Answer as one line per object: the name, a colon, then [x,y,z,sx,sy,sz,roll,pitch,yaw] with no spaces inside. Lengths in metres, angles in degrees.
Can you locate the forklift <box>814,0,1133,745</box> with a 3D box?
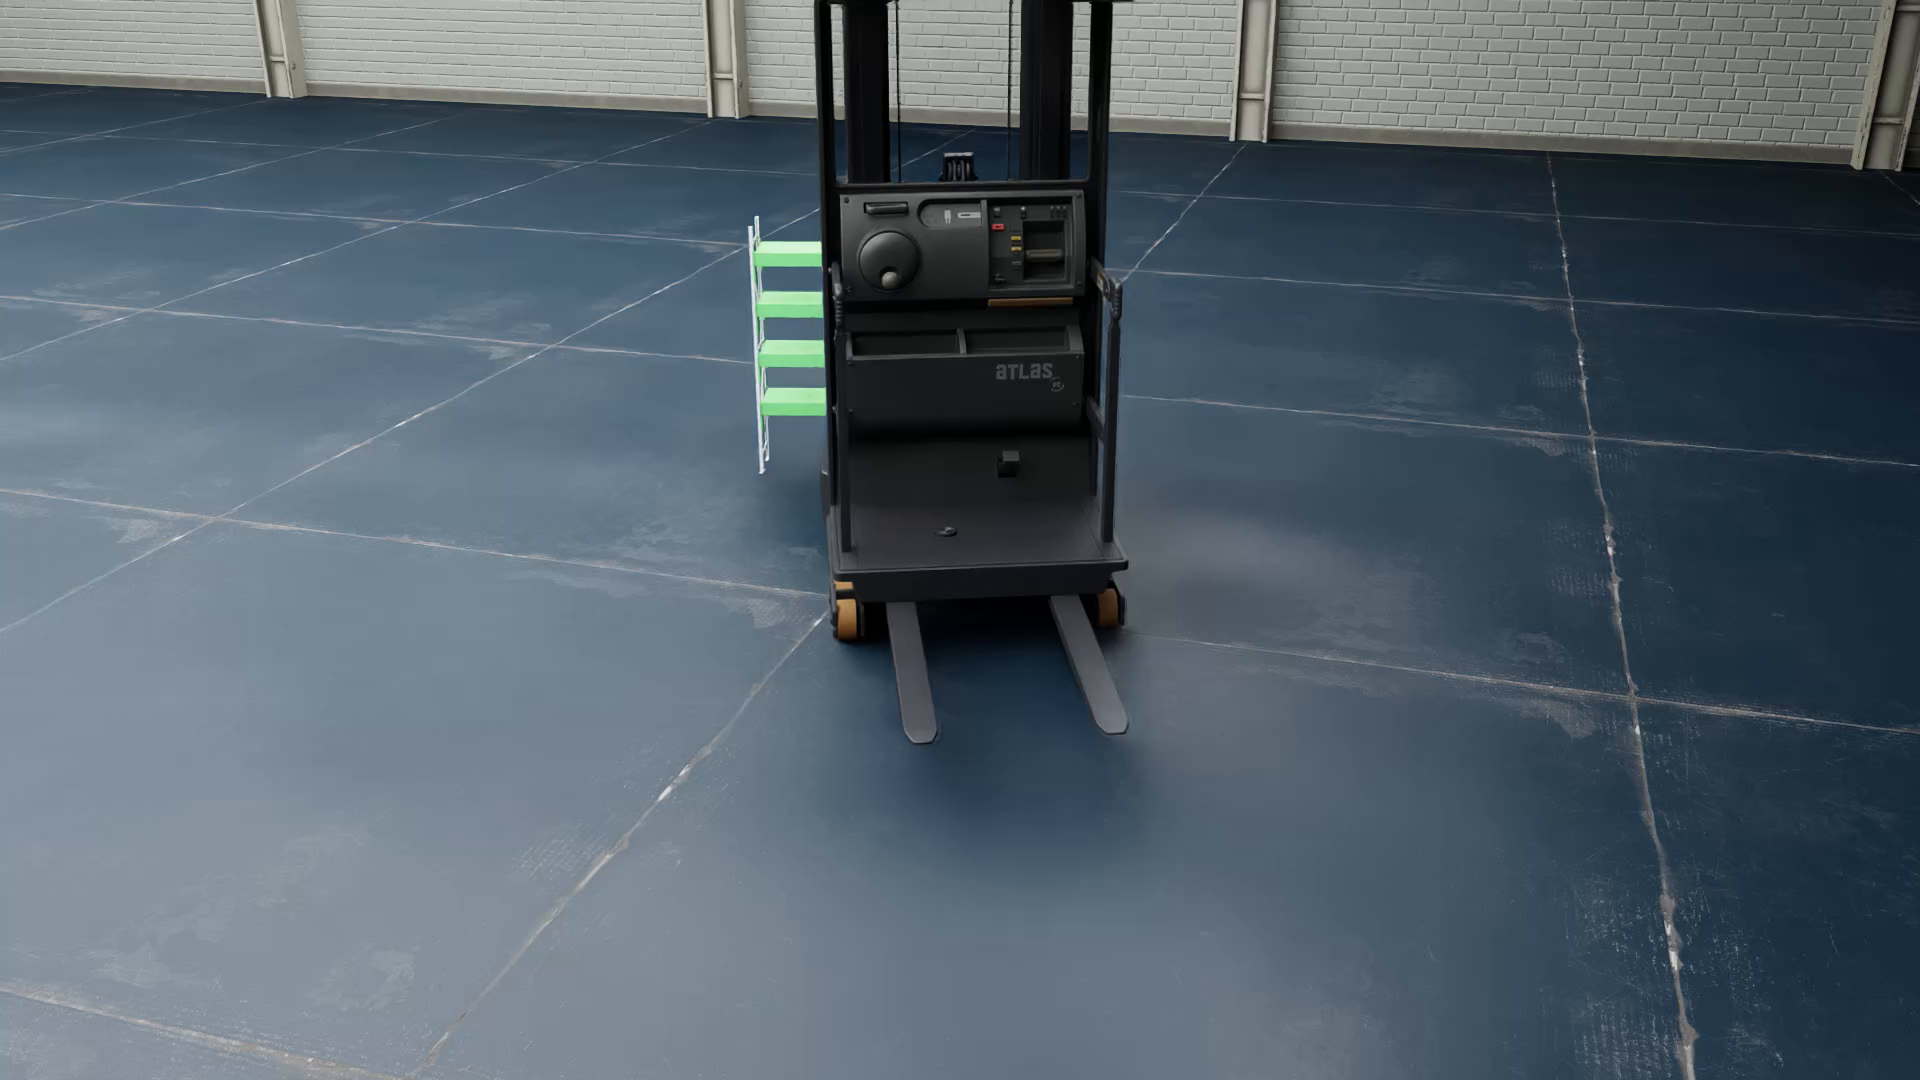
forklift: [0.038,-1.105,6.102,1.130,2.935,3.031,-2,22,-5]

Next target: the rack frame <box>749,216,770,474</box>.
rack frame: [-0.957,-0.922,7.936,0.015,1.200,0.240,0,22,1]

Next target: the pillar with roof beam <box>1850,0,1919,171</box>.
pillar with roof beam: [7.574,-6.186,10.494,0.400,9.000,9.100,7,23,16]

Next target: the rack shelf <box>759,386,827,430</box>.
rack shelf: [-0.713,-0.639,8.047,0.480,0.148,0.258,0,22,1]

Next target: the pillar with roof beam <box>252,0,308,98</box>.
pillar with roof beam: [-9.658,-8.159,15.304,0.400,9.000,9.100,7,23,16]

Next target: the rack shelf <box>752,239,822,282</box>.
rack shelf: [-0.713,-1.305,7.774,0.480,0.148,0.258,0,22,1]

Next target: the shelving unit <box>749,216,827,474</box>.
shelving unit: [-0.713,-0.920,7.932,0.503,1.200,0.258,0,22,1]

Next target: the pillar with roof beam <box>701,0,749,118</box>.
pillar with roof beam: [-3.914,-7.502,13.701,0.400,9.000,9.100,7,23,16]

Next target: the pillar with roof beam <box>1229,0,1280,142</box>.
pillar with roof beam: [1.830,-6.844,12.097,0.400,9.000,9.100,7,23,16]

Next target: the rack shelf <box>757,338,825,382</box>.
rack shelf: [-0.713,-0.861,7.956,0.480,0.148,0.258,0,22,1]

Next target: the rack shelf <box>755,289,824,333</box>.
rack shelf: [-0.713,-1.083,7.865,0.480,0.148,0.258,0,22,1]
